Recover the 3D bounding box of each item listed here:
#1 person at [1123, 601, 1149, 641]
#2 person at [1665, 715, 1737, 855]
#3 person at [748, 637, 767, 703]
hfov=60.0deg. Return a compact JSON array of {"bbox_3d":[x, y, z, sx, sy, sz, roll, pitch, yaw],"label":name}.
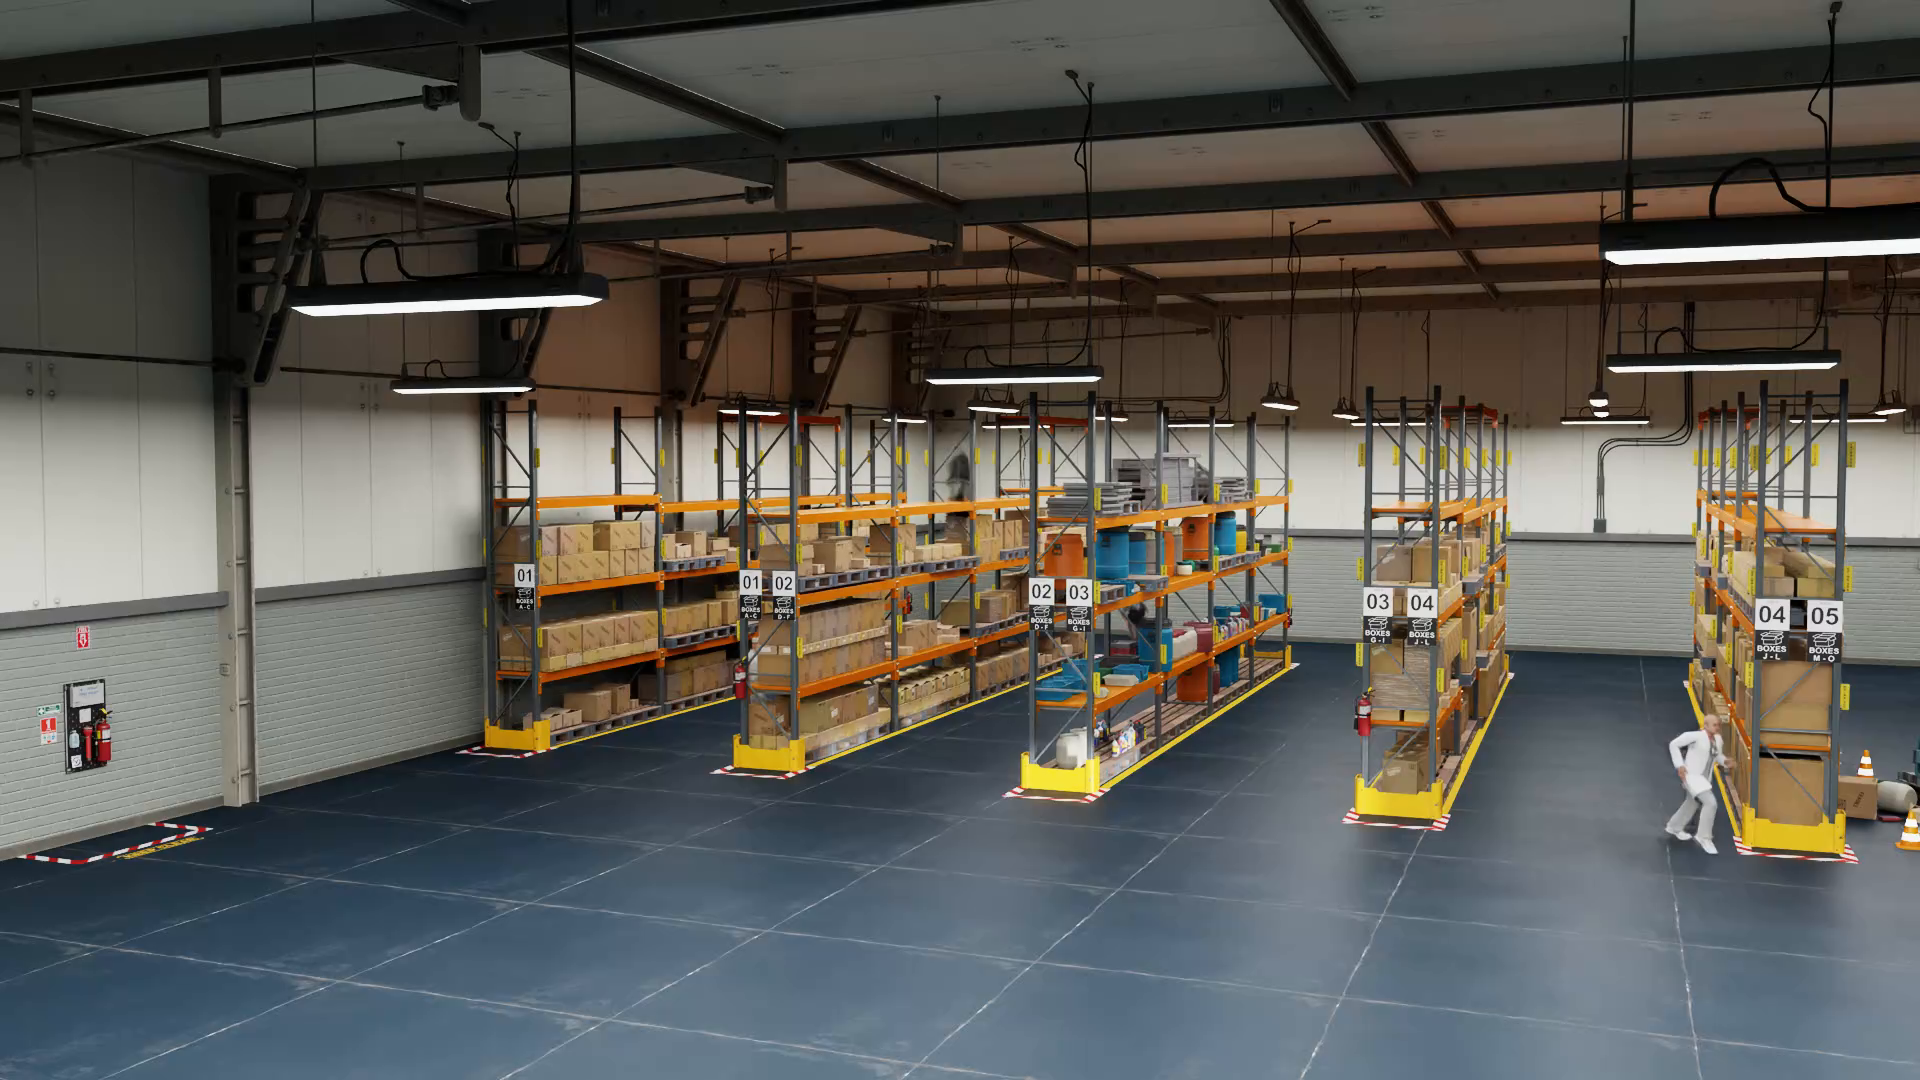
[{"bbox_3d":[4.407,2.122,41.618,0.692,1.698,0.586,-1,3,-13],"label":"person"},{"bbox_3d":[9.440,3.097,21.339,0.724,1.777,0.992,-1,3,-27],"label":"person"},{"bbox_3d":[-3.826,2.635,31.431,0.584,1.620,0.667,0,3,7],"label":"person"}]
